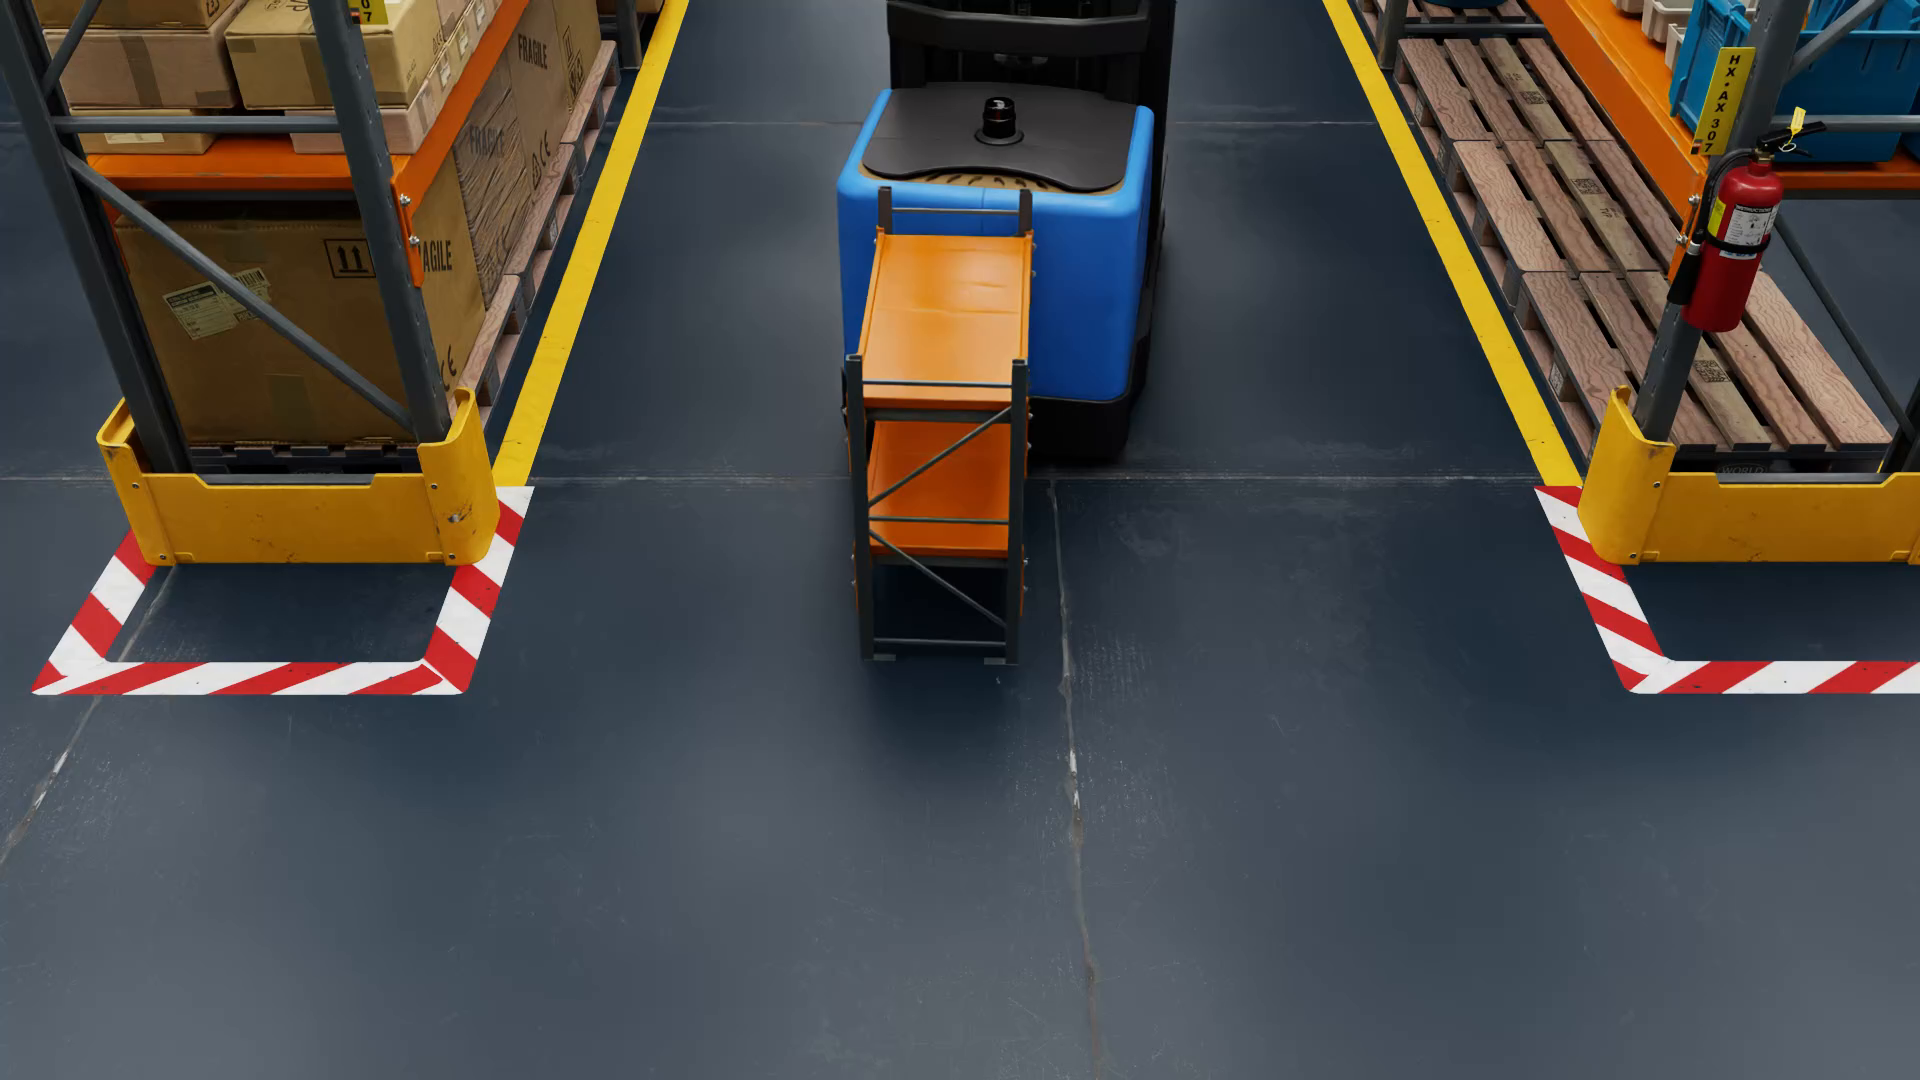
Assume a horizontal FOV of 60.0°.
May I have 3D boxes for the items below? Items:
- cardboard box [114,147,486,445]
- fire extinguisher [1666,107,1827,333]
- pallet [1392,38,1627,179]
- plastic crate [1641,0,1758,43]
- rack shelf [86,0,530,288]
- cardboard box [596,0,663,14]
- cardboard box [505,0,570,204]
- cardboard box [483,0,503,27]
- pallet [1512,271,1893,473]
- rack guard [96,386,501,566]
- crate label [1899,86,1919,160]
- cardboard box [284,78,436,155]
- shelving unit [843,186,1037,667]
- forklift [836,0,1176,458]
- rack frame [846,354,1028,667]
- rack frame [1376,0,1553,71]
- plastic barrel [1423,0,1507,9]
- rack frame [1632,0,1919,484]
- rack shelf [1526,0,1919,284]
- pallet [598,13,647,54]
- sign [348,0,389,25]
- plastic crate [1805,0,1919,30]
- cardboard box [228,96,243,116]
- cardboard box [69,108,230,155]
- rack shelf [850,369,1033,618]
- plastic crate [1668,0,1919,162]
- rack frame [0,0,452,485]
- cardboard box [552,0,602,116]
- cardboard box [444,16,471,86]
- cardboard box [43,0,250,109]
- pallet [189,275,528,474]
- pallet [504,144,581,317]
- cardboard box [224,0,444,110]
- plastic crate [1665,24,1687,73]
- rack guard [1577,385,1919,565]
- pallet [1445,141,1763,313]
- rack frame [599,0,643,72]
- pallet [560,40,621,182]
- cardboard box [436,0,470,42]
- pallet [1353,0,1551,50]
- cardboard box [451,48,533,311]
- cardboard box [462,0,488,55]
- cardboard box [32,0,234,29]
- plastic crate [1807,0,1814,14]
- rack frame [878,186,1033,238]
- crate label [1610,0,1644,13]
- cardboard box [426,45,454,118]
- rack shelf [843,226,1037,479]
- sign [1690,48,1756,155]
[{"bbox_3d":[-2.285,-0.941,5.888,0.875,0.875,0.875,0,39,0],"label":"cardboard box"},{"bbox_3d":[2.295,-0.939,4.883,0.296,0.674,0.183,0,39,0],"label":"fire extinguisher"},{"bbox_3d":[2.784,-2.163,8.280,1.003,0.211,1.213,0,39,0],"label":"pallet"},{"bbox_3d":[2.581,-1.821,5.786,0.396,0.136,0.243,0,39,0],"label":"plastic crate"},{"bbox_3d":[-2.206,-2.176,6.642,1.077,0.370,4.000,0,39,0],"label":"rack shelf"},{"bbox_3d":[-2.229,-3.442,9.010,1.225,0.875,0.875,0,39,0],"label":"cardboard box"},{"bbox_3d":[-2.287,-2.066,7.293,0.875,0.875,0.875,0,39,0],"label":"cardboard box"},{"bbox_3d":[-1.878,-1.973,6.014,0.380,0.149,0.250,-1,39,-1],"label":"cardboard box"},{"bbox_3d":[2.787,-0.637,6.376,1.003,0.211,1.213,0,39,0],"label":"pallet"},{"bbox_3d":[-2.204,-0.215,5.619,1.175,0.500,0.348,0,39,0],"label":"rack guard"},{"bbox_3d":[3.078,-1.322,5.087,0.416,0.233,0.303,0,39,0],"label":"crate label"},{"bbox_3d":[-1.875,-1.330,5.212,0.380,0.149,0.250,0,39,0],"label":"cardboard box"},{"bbox_3d":[-0.040,-0.374,5.317,0.538,1.125,1.048,2,39,2],"label":"shelving unit"},{"bbox_3d":[0.310,-2.360,6.351,1.130,2.935,3.031,6,39,7],"label":"forklift"},{"bbox_3d":[-0.064,-0.056,4.921,0.500,1.125,0.032,2,39,2],"label":"rack frame"},{"bbox_3d":[2.744,-3.711,7.982,1.000,3.000,0.127,0,39,0],"label":"rack frame"},{"bbox_3d":[2.761,-3.396,8.931,0.600,0.901,0.708,0,39,0],"label":"plastic barrel"},{"bbox_3d":[2.749,-1.209,4.860,1.000,3.000,0.127,0,39,0],"label":"rack frame"},{"bbox_3d":[2.746,-2.179,6.646,1.077,0.370,4.000,0,39,0],"label":"rack shelf"},{"bbox_3d":[-2.285,-3.101,9.451,1.003,0.211,1.213,0,39,0],"label":"pallet"},{"bbox_3d":[-1.649,-1.571,4.556,0.100,0.325,0.005,0,39,0],"label":"sign"},{"bbox_3d":[3.077,-1.734,5.601,0.416,0.233,0.300,0,39,0],"label":"plastic crate"},{"bbox_3d":[-2.536,-1.493,5.415,0.380,0.149,0.250,0,39,0],"label":"cardboard box"},{"bbox_3d":[-2.534,-1.330,5.212,0.380,0.149,0.250,1,39,1],"label":"cardboard box"},{"bbox_3d":[-0.040,-0.183,5.470,0.538,0.278,1.000,2,39,2],"label":"rack shelf"},{"bbox_3d":[2.562,-1.456,5.092,0.616,0.435,0.499,0,39,0],"label":"plastic crate"},{"bbox_3d":[-2.204,-1.206,4.856,1.000,3.000,0.127,0,39,0],"label":"rack frame"},{"bbox_3d":[-2.288,-2.629,7.995,0.875,0.875,0.875,0,39,0],"label":"cardboard box"},{"bbox_3d":[-1.877,-1.650,5.612,0.380,0.149,0.250,-1,39,-1],"label":"cardboard box"},{"bbox_3d":[-2.470,-1.566,5.188,0.500,0.250,0.500,-1,39,-1],"label":"cardboard box"},{"bbox_3d":[-2.283,-0.618,6.352,1.003,0.211,1.213,0,39,0],"label":"pallet"},{"bbox_3d":[-2.282,-1.379,7.301,1.003,0.211,1.213,0,39,0],"label":"pallet"},{"bbox_3d":[-1.935,-1.564,5.185,0.500,0.250,0.500,-1,39,-1],"label":"cardboard box"},{"bbox_3d":[2.567,-1.640,5.560,0.396,0.136,0.243,0,39,0],"label":"plastic crate"},{"bbox_3d":[2.762,-0.219,5.623,1.175,0.500,0.348,0,39,0],"label":"rack guard"},{"bbox_3d":[2.788,-1.398,7.326,1.003,0.211,1.213,0,39,0],"label":"pallet"},{"bbox_3d":[-2.209,-3.707,7.977,1.000,3.000,0.127,0,39,0],"label":"rack frame"},{"bbox_3d":[-2.286,-2.143,8.256,1.003,0.211,1.213,0,39,0],"label":"pallet"},{"bbox_3d":[-1.942,-1.889,5.590,0.500,0.250,0.500,0,39,-1],"label":"cardboard box"},{"bbox_3d":[2.785,-3.105,9.456,1.003,0.211,1.213,0,39,0],"label":"pallet"},{"bbox_3d":[-2.286,-1.510,6.598,0.875,0.875,0.875,0,39,0],"label":"cardboard box"},{"bbox_3d":[-1.878,-1.814,5.815,0.380,0.149,0.250,-1,39,-1],"label":"cardboard box"},{"bbox_3d":[-2.468,-1.860,4.955,0.500,0.500,0.500,0,39,1],"label":"cardboard box"},{"bbox_3d":[3.159,-1.909,5.897,0.250,0.136,0.298,0,39,0],"label":"plastic crate"},{"bbox_3d":[-0.015,-0.691,5.713,0.500,1.125,0.032,2,39,2],"label":"rack frame"},{"bbox_3d":[2.556,-1.995,6.004,0.396,0.136,0.243,0,39,0],"label":"crate label"},{"bbox_3d":[-1.876,-1.490,5.412,0.380,0.149,0.250,-1,39,-1],"label":"cardboard box"},{"bbox_3d":[-0.040,-0.602,5.134,0.538,0.278,1.000,2,39,2],"label":"rack shelf"},{"bbox_3d":[2.199,-1.262,4.796,0.100,0.325,0.005,0,39,0],"label":"sign"}]
